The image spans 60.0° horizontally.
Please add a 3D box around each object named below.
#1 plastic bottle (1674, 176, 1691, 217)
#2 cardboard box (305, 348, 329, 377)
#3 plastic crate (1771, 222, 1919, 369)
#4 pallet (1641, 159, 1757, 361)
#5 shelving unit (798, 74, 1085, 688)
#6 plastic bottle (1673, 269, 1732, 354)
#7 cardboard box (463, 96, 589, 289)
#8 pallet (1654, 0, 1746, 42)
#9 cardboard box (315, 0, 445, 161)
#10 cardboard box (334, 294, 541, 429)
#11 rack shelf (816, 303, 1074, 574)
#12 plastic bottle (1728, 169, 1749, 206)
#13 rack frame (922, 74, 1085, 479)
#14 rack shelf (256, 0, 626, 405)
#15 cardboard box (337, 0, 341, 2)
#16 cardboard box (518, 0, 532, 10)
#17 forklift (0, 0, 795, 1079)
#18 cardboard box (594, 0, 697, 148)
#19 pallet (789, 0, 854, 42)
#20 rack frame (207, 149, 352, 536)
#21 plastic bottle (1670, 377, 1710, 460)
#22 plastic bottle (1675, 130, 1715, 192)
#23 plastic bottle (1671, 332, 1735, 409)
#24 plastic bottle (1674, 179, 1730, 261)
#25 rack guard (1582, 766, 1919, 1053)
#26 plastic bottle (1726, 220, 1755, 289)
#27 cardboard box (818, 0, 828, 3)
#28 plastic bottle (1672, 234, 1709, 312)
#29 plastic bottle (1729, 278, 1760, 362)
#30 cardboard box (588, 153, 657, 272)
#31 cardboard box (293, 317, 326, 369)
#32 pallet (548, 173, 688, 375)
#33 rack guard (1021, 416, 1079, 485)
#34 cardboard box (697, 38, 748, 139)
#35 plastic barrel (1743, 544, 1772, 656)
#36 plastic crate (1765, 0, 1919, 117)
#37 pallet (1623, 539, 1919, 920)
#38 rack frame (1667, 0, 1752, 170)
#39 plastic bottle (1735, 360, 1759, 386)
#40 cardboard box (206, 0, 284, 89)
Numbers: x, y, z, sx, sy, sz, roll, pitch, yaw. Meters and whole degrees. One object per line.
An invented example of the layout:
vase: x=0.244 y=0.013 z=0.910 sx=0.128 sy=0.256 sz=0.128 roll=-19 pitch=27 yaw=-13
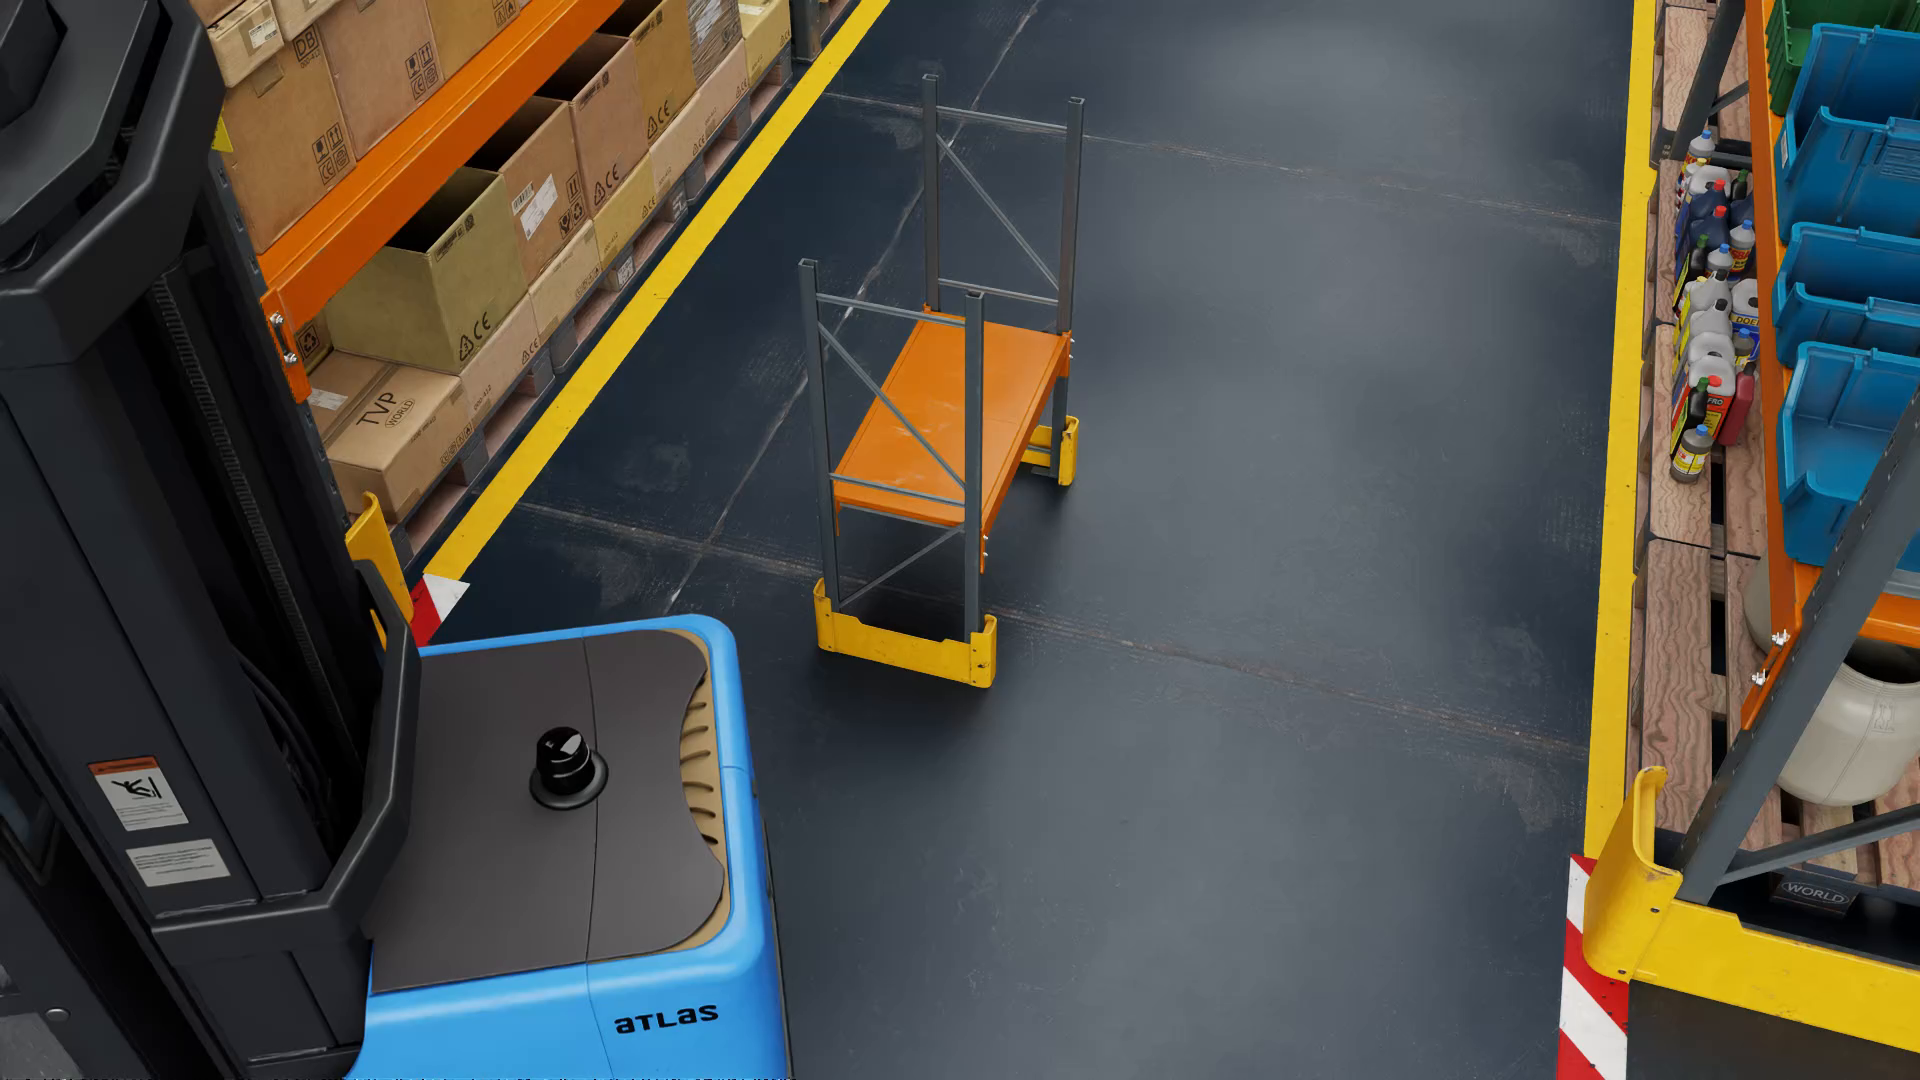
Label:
plastic bottle: x=2.966 y=-1.395 z=6.717 sx=0.097 sy=0.201 sz=0.097 roll=0 pitch=44 yaw=0
cardboard box: x=-2.508 y=-0.466 z=5.747 sx=0.500 sy=0.250 sz=0.500 roll=13 pitch=46 yaw=13
plastic crate: x=2.399 y=-0.602 z=4.327 sx=0.499 sy=0.251 sz=0.408 roll=13 pitch=46 yaw=13
pallet: x=3.299 y=-1.057 z=6.680 sx=1.003 sy=0.211 sz=1.213 roll=13 pitch=46 yaw=13
shelving unit: x=-0.023 y=-0.485 z=5.174 sx=0.587 sy=1.500 sz=1.083 roll=13 pitch=46 yaw=13
plastic bottle: x=2.716 y=-0.844 z=6.047 sx=0.144 sy=0.351 sz=0.185 roll=12 pitch=46 yaw=12
cardboard box: x=-1.726 y=-1.294 z=6.057 sx=0.500 sy=0.500 sz=0.500 roll=13 pitch=46 yaw=13
pallet: x=4.111 y=-2.844 z=8.505 sx=1.003 sy=0.211 sz=1.213 roll=13 pitch=46 yaw=13
cardboard box: x=-2.081 y=-1.573 z=5.142 sx=0.700 sy=0.500 sz=0.500 roll=14 pitch=46 yaw=14
cardboard box: x=-1.867 y=-0.690 z=5.976 sx=0.500 sy=0.250 sz=0.500 roll=13 pitch=46 yaw=13
rack shelf: x=-0.026 y=-0.351 z=5.293 sx=0.538 sy=0.185 sz=1.000 roll=13 pitch=46 yaw=13
plastic bottle: x=3.058 y=-1.316 z=6.578 sx=0.061 sy=0.283 sz=0.133 roll=13 pitch=46 yaw=13
rack frame: x=0.128 y=-0.818 z=5.514 sx=0.500 sy=1.500 sz=0.032 roll=13 pitch=46 yaw=13
rack shelf: x=-1.783 y=-1.954 z=6.117 sx=1.077 sy=0.370 sz=4.000 roll=13 pitch=46 yaw=13
cardboard box: x=-1.911 y=-1.704 z=4.812 sx=0.380 sy=0.149 sz=0.250 roll=13 pitch=46 yaw=13
cardboard box: x=-1.769 y=-2.255 z=5.838 sx=0.700 sy=0.500 sz=0.500 roll=14 pitch=46 yaw=14
forklift: x=-1.955 y=0.397 z=3.249 sx=3.031 sy=2.935 sz=1.130 roll=-7 pitch=45 yaw=-7
cardboard box: x=-1.420 y=-1.960 z=6.737 sx=0.500 sy=0.500 sz=0.500 roll=13 pitch=46 yaw=13
pallet: x=-0.992 y=-3.047 z=8.713 sx=1.003 sy=0.211 sz=1.213 roll=13 pitch=46 yaw=13
rack frame: x=-2.389 y=-0.878 z=4.503 sx=1.000 sy=3.000 sz=0.127 roll=13 pitch=46 yaw=13
plastic bottle: x=2.487 y=-0.412 z=5.654 sx=0.061 sy=0.283 sz=0.133 roll=14 pitch=46 yaw=13
plastic bottle: x=3.028 y=-1.555 z=6.831 sx=0.097 sy=0.271 sz=0.097 roll=0 pitch=44 yaw=0
plastic bottle: x=2.614 y=-0.582 z=5.833 sx=0.152 sy=0.276 sz=0.135 roll=11 pitch=46 yaw=11
plastic bottle: x=2.902 y=-1.253 z=6.465 sx=0.144 sy=0.351 sz=0.185 roll=14 pitch=46 yaw=14
rack guard: x=2.309 y=1.006 z=4.364 sx=1.175 sy=0.500 sz=0.348 roll=13 pitch=46 yaw=13
plastic bottle: x=2.973 y=-1.103 z=6.368 sx=0.097 sy=0.271 sz=0.097 roll=0 pitch=44 yaw=0
cardboard box: x=-0.819 y=-2.928 z=8.263 sx=0.500 sy=0.250 sz=0.500 roll=12 pitch=46 yaw=12
plastic bottle: x=2.755 y=-1.002 z=6.257 sx=0.061 sy=0.283 sz=0.133 roll=14 pitch=46 yaw=14
plastic bottle: x=2.865 y=-0.803 z=6.058 sx=0.152 sy=0.276 sz=0.135 roll=13 pitch=46 yaw=13
cardboard box: x=-1.559 y=-1.355 z=6.656 sx=0.500 sy=0.250 sz=0.500 roll=13 pitch=46 yaw=13
cardboard box: x=-2.510 y=-0.734 z=5.485 sx=0.500 sy=0.500 sz=0.500 roll=13 pitch=46 yaw=13
pallet: x=-1.826 y=-1.211 z=6.836 sx=1.003 sy=0.211 sz=1.213 roll=13 pitch=46 yaw=13
rack guard: x=0.128 y=-0.370 z=5.950 sx=0.587 sy=0.250 sz=0.087 roll=13 pitch=46 yaw=13
cardboard box: x=-1.271 y=-2.025 z=7.341 sx=0.500 sy=0.250 sz=0.500 roll=13 pitch=46 yaw=13
plastic barrel: x=2.609 y=0.124 z=4.958 sx=0.421 sy=0.512 sz=0.421 roll=0 pitch=44 yaw=0
plastic crate: x=2.862 y=-1.572 z=5.363 sx=0.450 sy=0.188 sz=0.662 roll=13 pitch=46 yaw=13
pallet: x=2.560 y=0.569 z=5.018 sx=1.003 sy=0.211 sz=1.213 roll=13 pitch=46 yaw=13
rack frame: x=3.542 y=-2.493 z=6.153 sx=1.000 sy=3.000 sz=0.127 roll=13 pitch=46 yaw=13
plastic bottle: x=2.738 y=-0.541 z=5.845 sx=0.097 sy=0.201 sz=0.097 roll=0 pitch=44 yaw=0
cardboard box: x=-2.065 y=-1.362 z=4.462 sx=0.380 sy=0.149 sz=0.250 roll=12 pitch=46 yaw=12
